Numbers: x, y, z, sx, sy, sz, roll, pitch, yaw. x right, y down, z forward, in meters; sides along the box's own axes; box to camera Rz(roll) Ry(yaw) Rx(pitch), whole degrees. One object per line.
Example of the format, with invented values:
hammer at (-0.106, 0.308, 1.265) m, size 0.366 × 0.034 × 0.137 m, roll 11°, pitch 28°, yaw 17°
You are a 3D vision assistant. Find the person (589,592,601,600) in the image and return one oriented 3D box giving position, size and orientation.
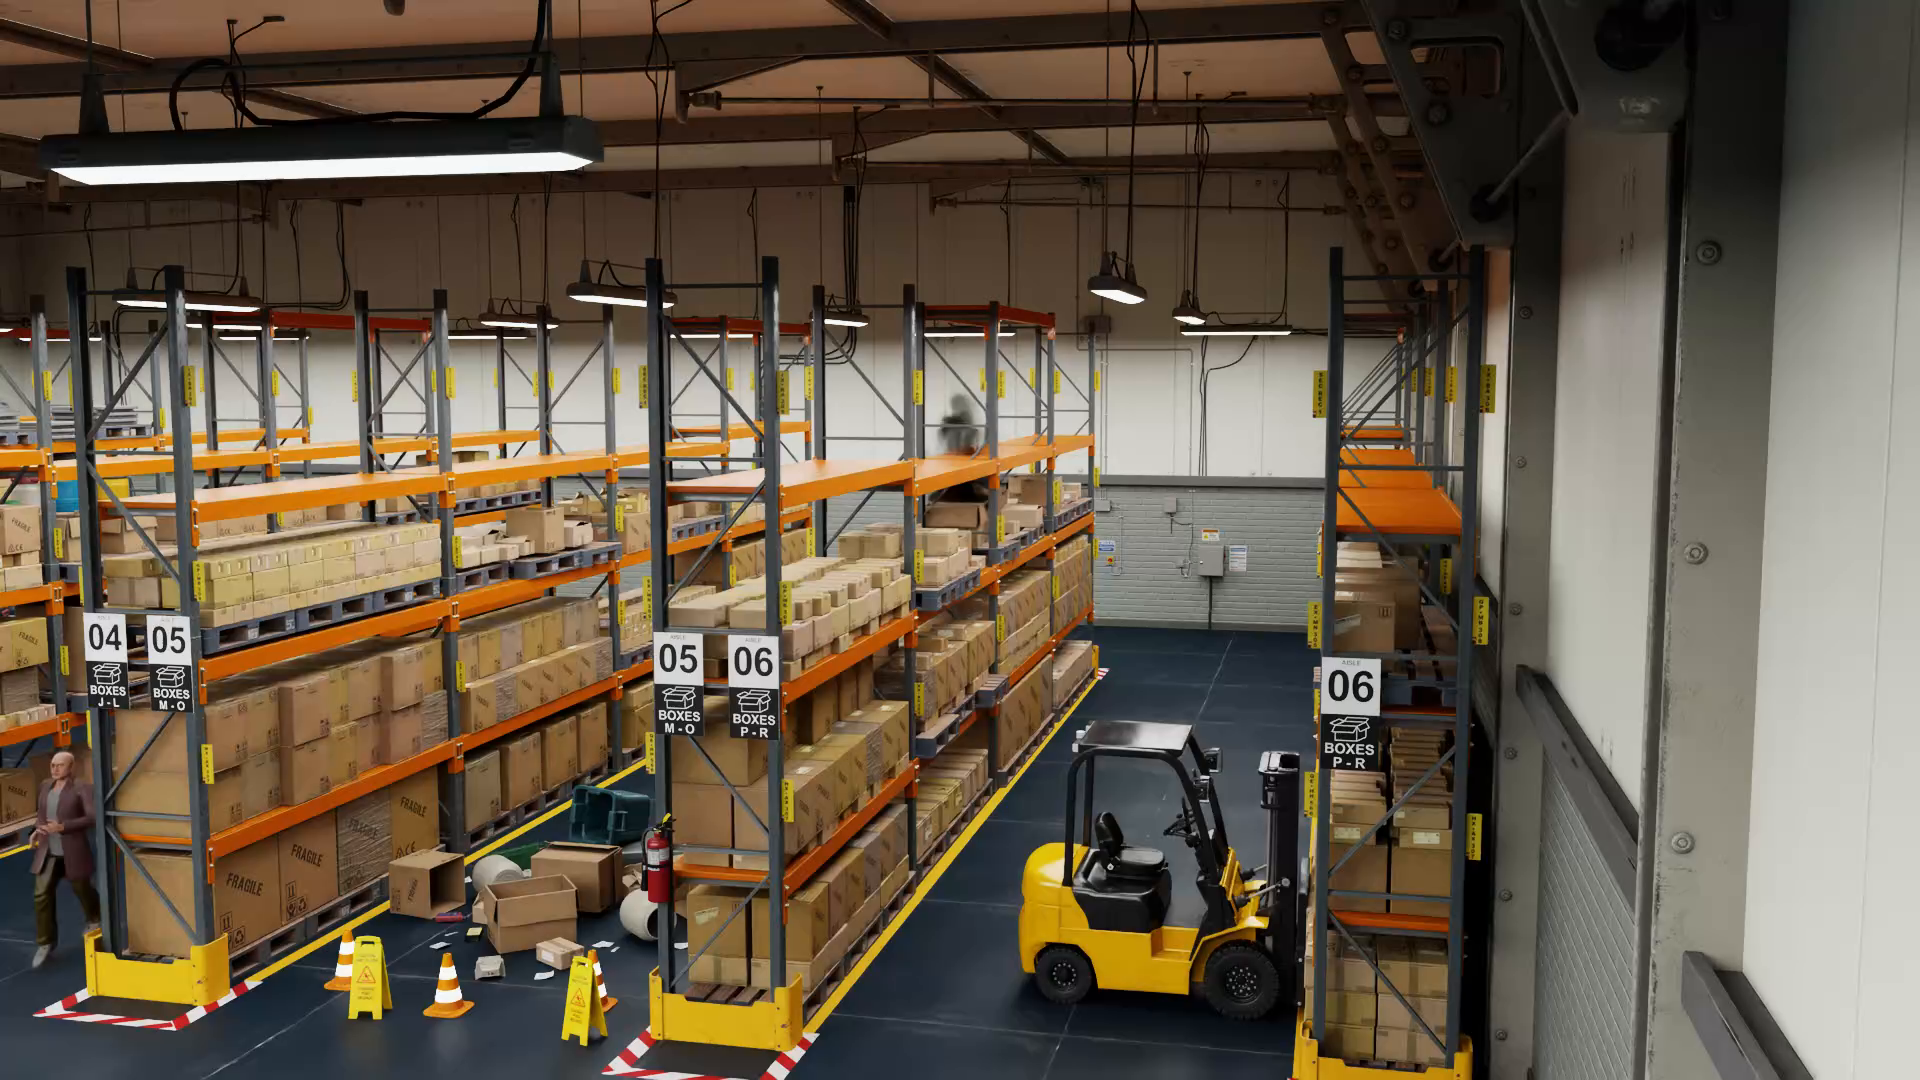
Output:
person at (-5.710, 1.671, 26.120) m, size 0.672 × 1.729 × 0.952 m, roll 2°, pitch 6°, yaw 20°

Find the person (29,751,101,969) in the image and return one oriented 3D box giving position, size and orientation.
person at (-7.940, 2.778, 14.789) m, size 0.687 × 1.828 × 0.910 m, roll 0°, pitch 6°, yaw 1°
